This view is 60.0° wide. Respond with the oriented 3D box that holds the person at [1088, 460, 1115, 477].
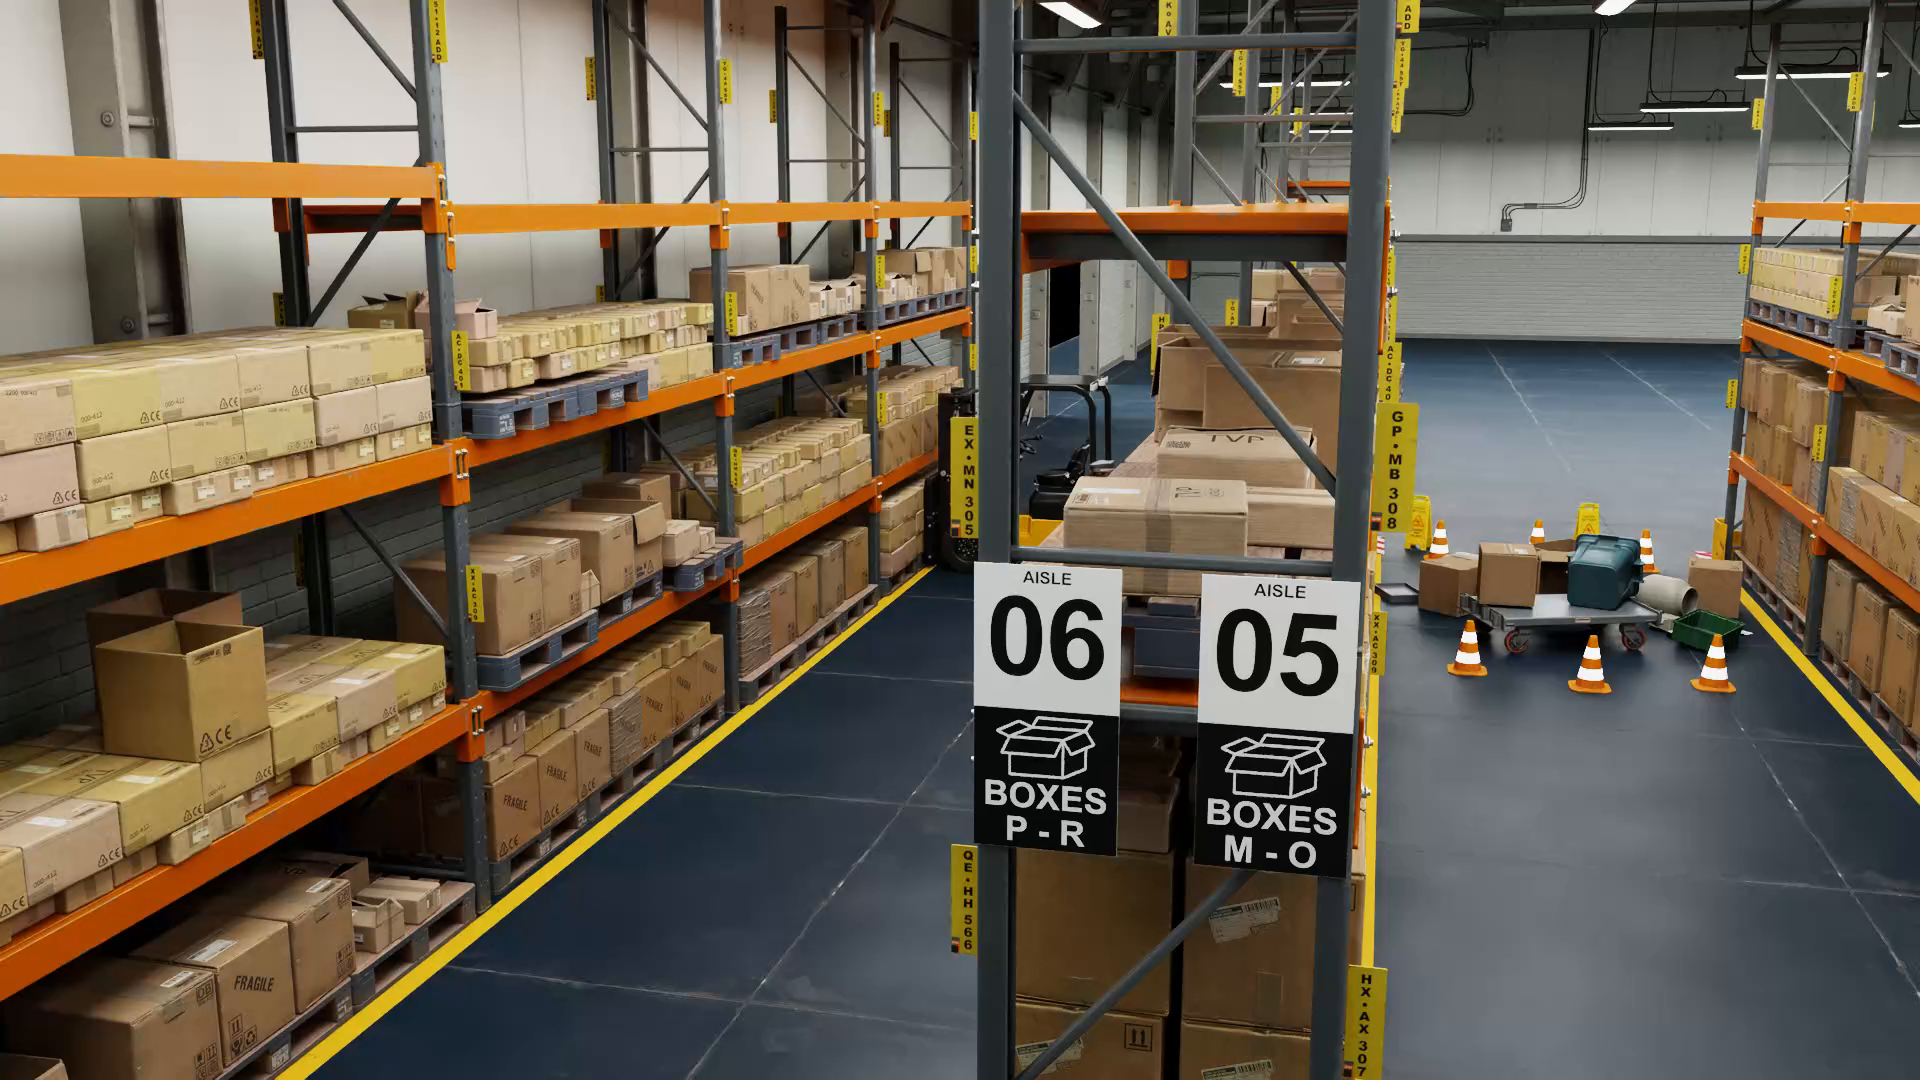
[{"bbox_3d":[1.318,0.039,16.262,0.394,1.659,0.504,3,12,14],"label":"person"}]
